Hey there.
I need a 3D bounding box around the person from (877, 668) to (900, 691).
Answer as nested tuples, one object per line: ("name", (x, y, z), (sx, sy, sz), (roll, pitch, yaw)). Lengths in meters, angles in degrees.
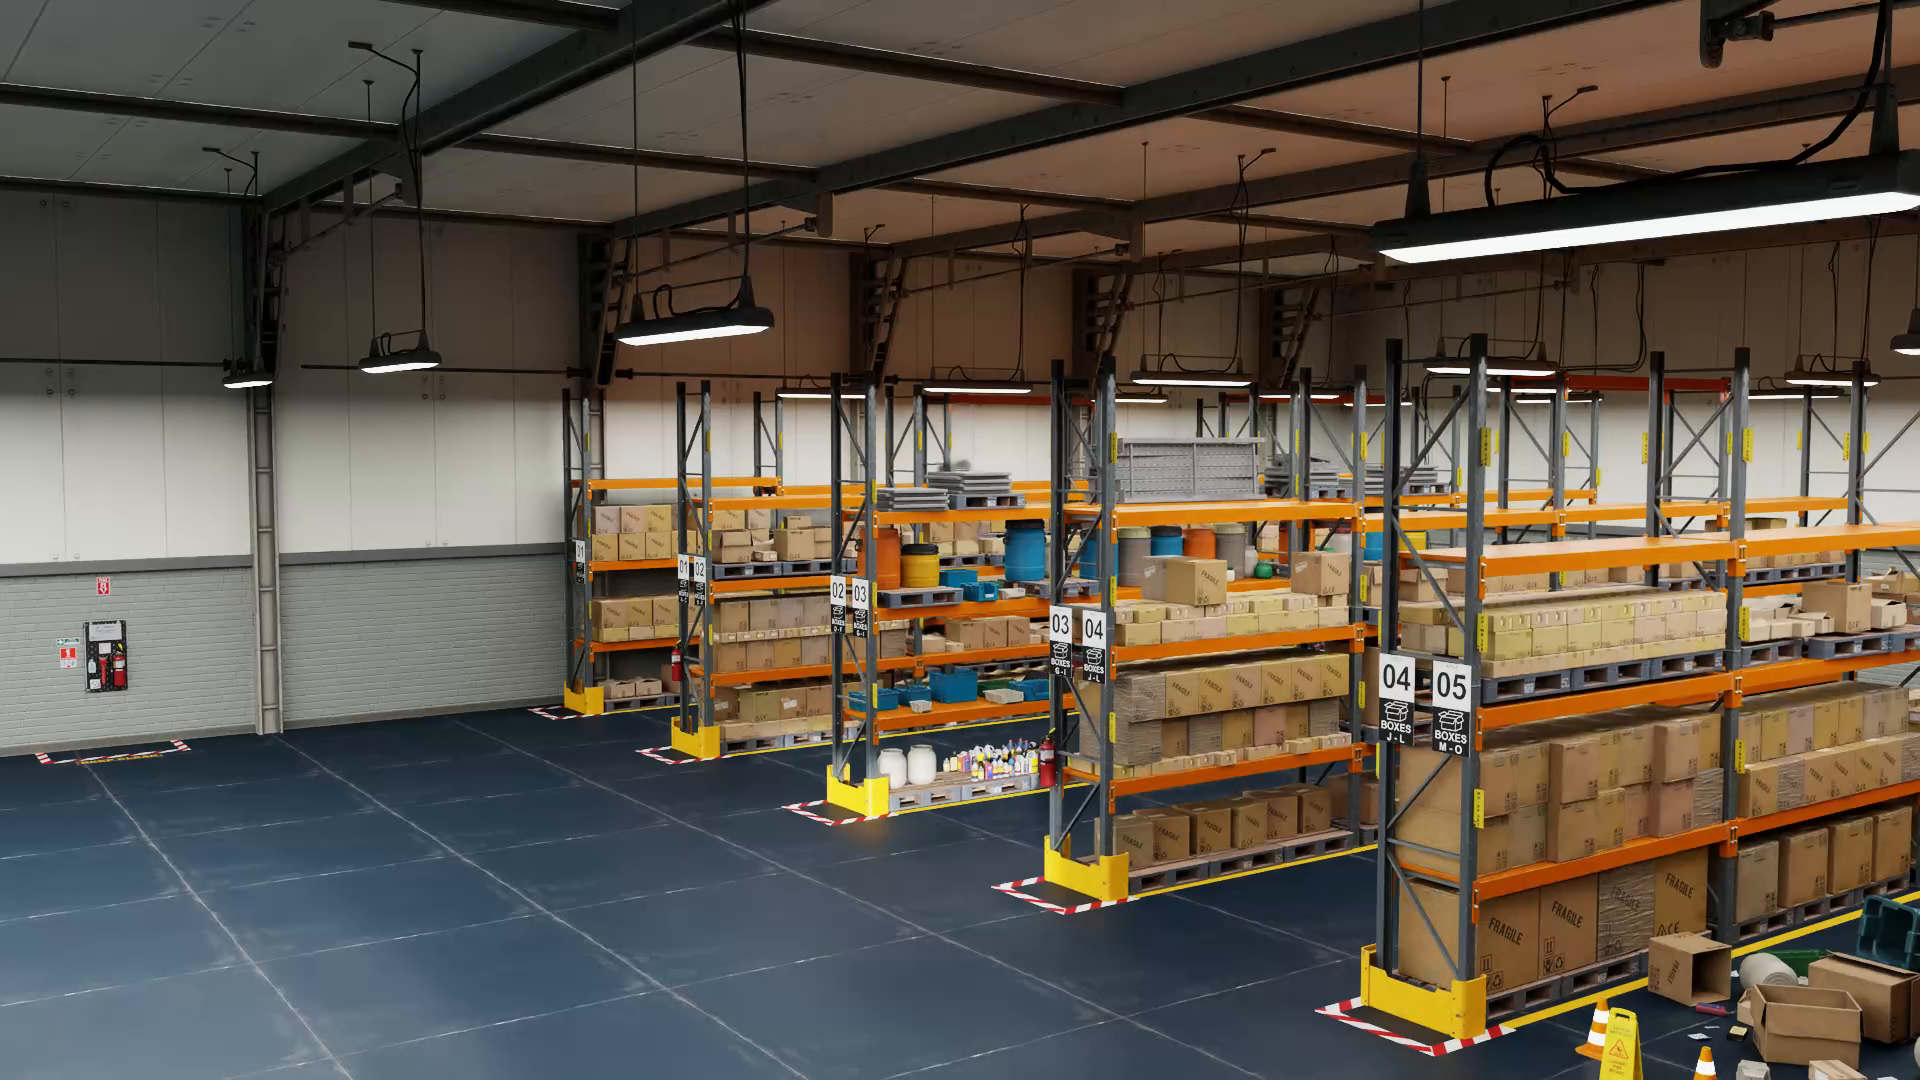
("person", (-1.390, 2.110, 30.582), (0.848, 1.711, 0.555), (-3, 5, -37))
